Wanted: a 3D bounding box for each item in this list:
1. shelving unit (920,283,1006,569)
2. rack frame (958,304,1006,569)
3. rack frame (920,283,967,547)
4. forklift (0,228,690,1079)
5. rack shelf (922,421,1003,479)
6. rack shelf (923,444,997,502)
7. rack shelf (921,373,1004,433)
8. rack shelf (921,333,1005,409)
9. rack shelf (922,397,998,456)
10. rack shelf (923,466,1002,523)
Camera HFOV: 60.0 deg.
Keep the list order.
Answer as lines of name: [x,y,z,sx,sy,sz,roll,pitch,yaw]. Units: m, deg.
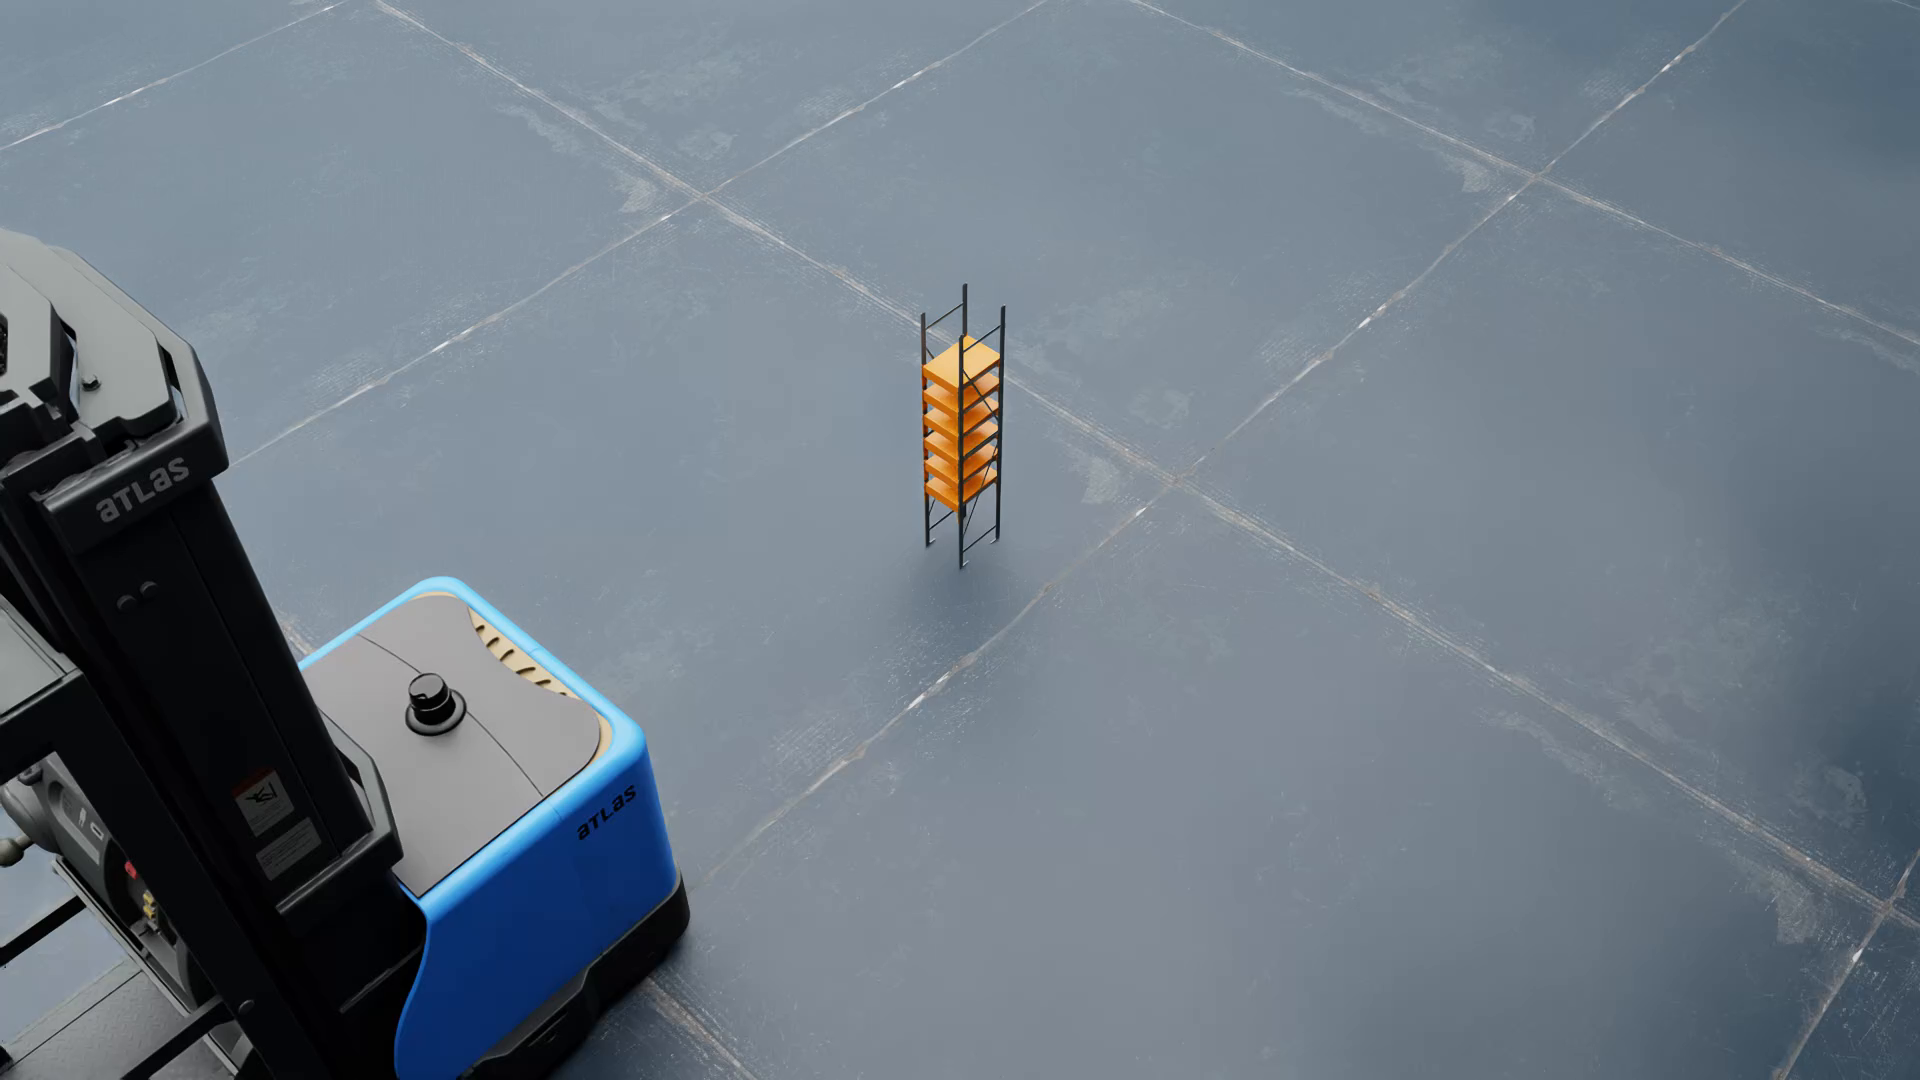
shelving unit: [0.011,-0.404,6.306,0.189,1.200,0.258,34,55,28]
rack frame: [0.078,-0.358,6.263,0.006,1.200,0.240,34,55,28]
rack frame: [-0.057,-0.449,6.348,0.006,1.200,0.240,34,55,28]
forklift: [-2.245,0.855,3.936,1.130,2.935,3.031,33,55,27]
rack shelf: [0.011,-0.373,6.338,0.180,0.103,0.258,34,55,28]
rack shelf: [0.011,-0.291,6.426,0.180,0.103,0.258,34,55,28]
rack shelf: [0.011,-0.537,6.163,0.180,0.103,0.258,34,55,28]
rack shelf: [0.011,-0.620,6.076,0.180,0.103,0.258,34,55,28]
rack shelf: [0.011,-0.455,6.251,0.180,0.103,0.258,34,55,28]
rack shelf: [0.011,-0.209,6.513,0.180,0.103,0.258,34,55,28]
